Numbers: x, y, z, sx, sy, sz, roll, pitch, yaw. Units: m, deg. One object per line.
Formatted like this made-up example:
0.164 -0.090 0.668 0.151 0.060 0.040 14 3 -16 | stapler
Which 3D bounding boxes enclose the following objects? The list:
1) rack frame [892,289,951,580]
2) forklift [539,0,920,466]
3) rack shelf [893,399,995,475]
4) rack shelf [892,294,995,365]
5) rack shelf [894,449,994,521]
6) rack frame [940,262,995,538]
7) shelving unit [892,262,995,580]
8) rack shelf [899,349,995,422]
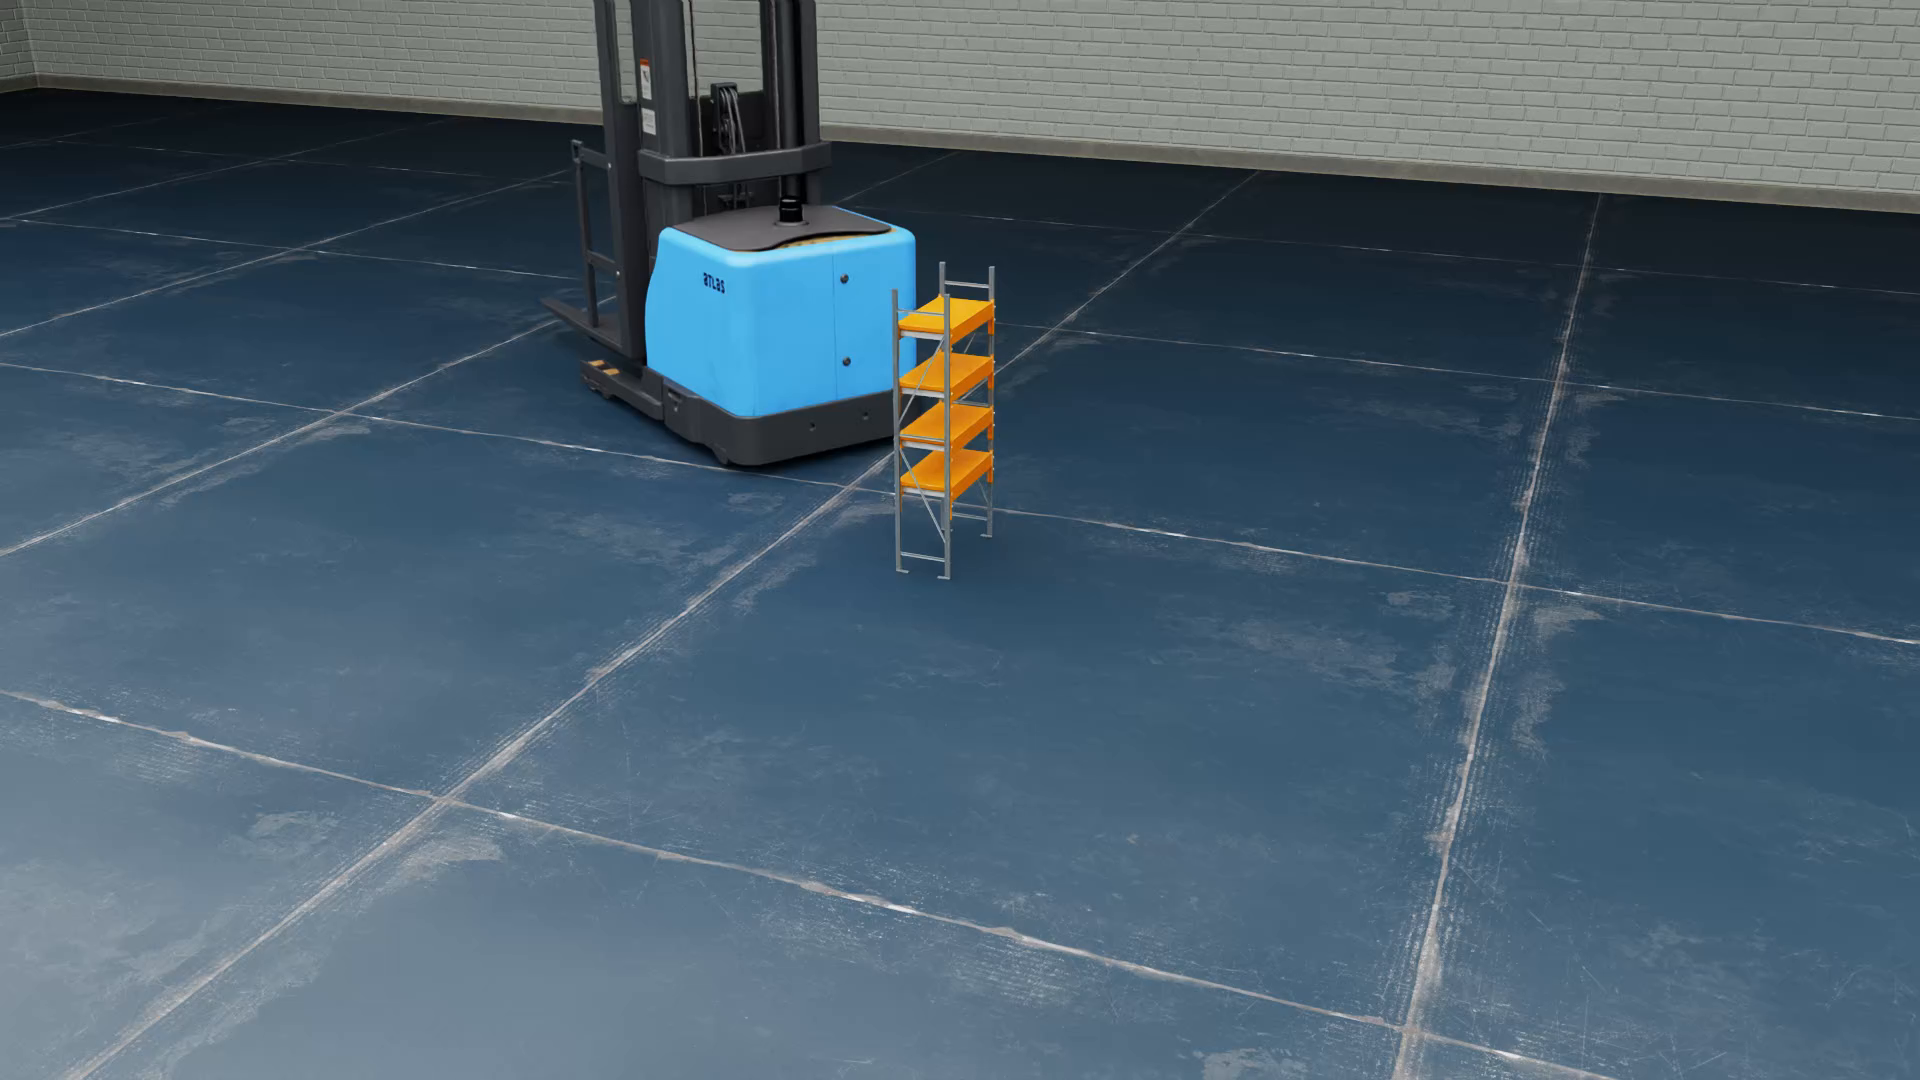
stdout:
-0.152 -0.407 6.668 0.240 1.200 0.015 9 24 20 | rack frame
-1.451 -2.217 8.756 1.130 2.935 3.031 -15 27 -32 | forklift
-0.061 -0.432 6.903 0.258 0.148 0.480 9 24 20 | rack shelf
-0.062 -0.857 6.725 0.258 0.148 0.480 9 24 20 | rack shelf
-0.061 -0.249 6.979 0.258 0.148 0.480 9 24 20 | rack shelf
0.029 -0.582 7.086 0.240 1.200 0.015 9 24 20 | rack frame
-0.061 -0.494 6.877 0.258 1.200 0.503 9 24 20 | shelving unit
-0.061 -0.639 6.817 0.258 0.148 0.480 9 24 20 | rack shelf
